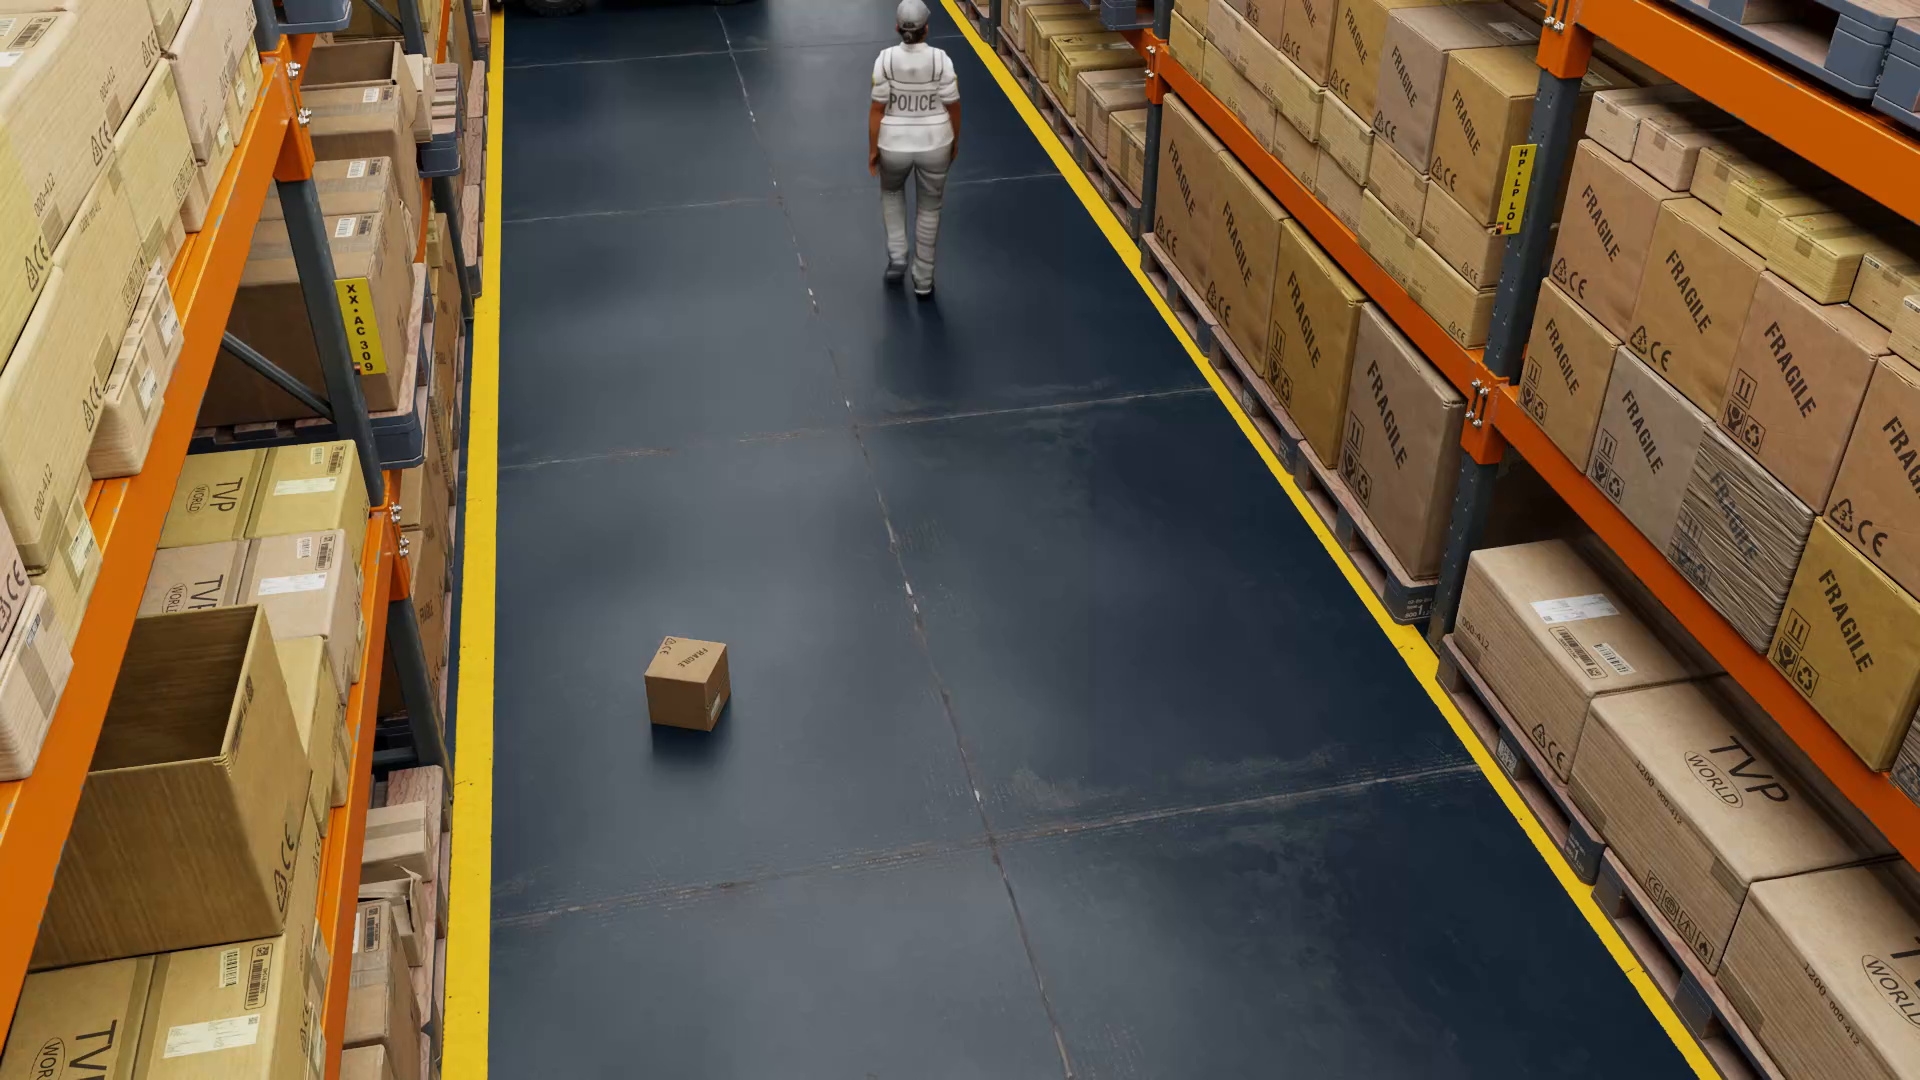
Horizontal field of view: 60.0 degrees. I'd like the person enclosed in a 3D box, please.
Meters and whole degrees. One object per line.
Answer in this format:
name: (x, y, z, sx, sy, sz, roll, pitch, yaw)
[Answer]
person: (-0.238, -2.181, 9.322, 0.491, 1.726, 0.491, 2, 35, 3)
